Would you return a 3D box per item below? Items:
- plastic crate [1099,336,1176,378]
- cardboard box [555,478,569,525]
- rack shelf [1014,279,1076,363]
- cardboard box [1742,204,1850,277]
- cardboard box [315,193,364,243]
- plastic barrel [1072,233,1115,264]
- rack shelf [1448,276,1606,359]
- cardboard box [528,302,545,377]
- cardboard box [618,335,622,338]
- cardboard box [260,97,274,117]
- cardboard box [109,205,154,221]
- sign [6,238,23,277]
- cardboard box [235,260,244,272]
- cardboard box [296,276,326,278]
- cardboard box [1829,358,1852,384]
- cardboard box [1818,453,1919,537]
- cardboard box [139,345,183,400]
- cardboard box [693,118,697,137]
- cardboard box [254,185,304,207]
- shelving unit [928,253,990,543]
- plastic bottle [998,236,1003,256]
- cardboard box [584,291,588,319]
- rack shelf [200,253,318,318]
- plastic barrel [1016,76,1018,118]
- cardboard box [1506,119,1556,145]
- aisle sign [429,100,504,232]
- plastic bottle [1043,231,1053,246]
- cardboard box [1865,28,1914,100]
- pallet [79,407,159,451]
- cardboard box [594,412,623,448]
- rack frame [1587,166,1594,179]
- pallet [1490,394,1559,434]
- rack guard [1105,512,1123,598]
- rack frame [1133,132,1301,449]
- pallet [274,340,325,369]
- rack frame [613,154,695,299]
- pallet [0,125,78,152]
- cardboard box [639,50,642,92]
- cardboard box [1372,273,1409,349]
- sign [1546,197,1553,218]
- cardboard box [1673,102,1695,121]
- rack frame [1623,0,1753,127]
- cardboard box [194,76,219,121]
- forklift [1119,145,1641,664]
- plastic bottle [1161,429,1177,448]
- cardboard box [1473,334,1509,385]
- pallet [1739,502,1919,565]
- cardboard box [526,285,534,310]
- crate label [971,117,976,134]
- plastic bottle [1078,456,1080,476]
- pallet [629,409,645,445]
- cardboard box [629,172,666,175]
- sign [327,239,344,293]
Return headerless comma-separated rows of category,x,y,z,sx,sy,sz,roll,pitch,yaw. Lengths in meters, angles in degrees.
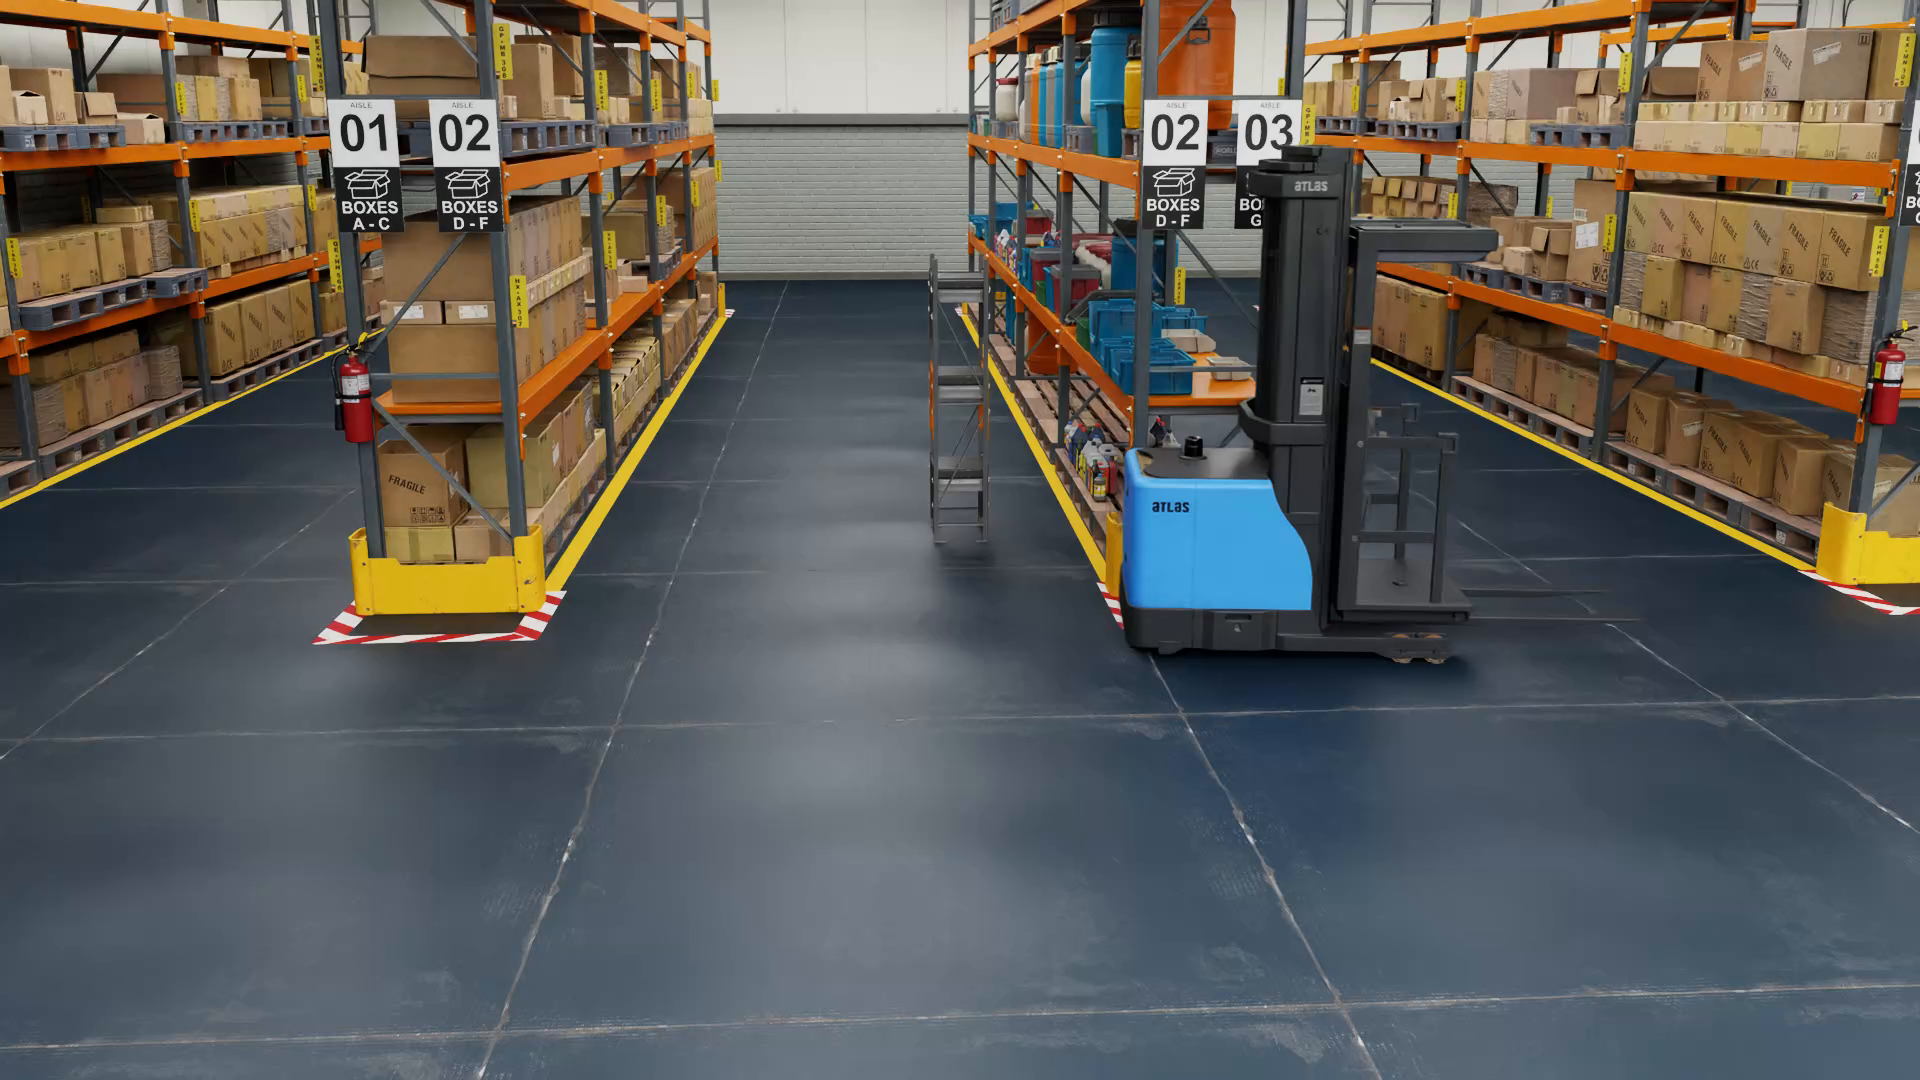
plastic crate,1.266,-1.312,11.905,0.499,0.251,0.408,-1,14,-3
cardboard box,-3.190,-0.284,12.287,0.500,0.250,0.500,-1,14,-3
rack shelf,1.259,-2.246,16.682,1.077,0.370,4.000,-1,14,-3
cardboard box,6.228,-2.237,12.399,0.500,0.500,0.500,-1,14,-3
cardboard box,-9.113,-4.577,23.694,0.980,0.700,0.700,-2,15,-6
plastic barrel,1.466,-3.047,18.078,0.600,0.536,0.708,-1,14,-3
rack shelf,6.202,-2.323,16.979,1.077,0.370,4.000,-1,14,-3
cardboard box,-3.392,-1.446,11.926,0.700,0.500,0.500,-1,14,-3
cardboard box,-4.102,-2.248,19.378,0.500,0.500,0.500,0,14,-1
cardboard box,-9.278,-5.733,22.025,0.500,0.250,0.500,-1,14,-3
cardboard box,-8.702,-3.430,17.451,0.380,0.149,0.250,-3,15,-11
sign,-7.964,-2.374,13.996,0.100,0.325,0.005,-1,14,-3
cardboard box,-8.650,-3.232,19.534,0.380,0.149,0.250,-1,14,-3
cardboard box,-9.201,-3.649,23.560,0.380,0.149,0.250,-1,14,-3
cardboard box,6.335,-1.187,11.626,0.380,0.149,0.250,-1,14,-3
cardboard box,6.552,-0.328,11.953,0.500,0.500,0.500,2,15,7
cardboard box,-8.657,-1.764,17.495,0.700,0.500,0.500,-1,14,-3
cardboard box,-3.867,-5.641,22.711,0.500,0.250,0.500,-1,14,-3
cardboard box,-8.717,-4.387,21.215,0.500,0.250,0.500,-1,14,-2
shelving unit,-0.010,-1.058,12.425,0.431,2.100,0.503,-1,14,-3
plastic bottle,0.538,-3.784,21.470,0.097,0.271,0.097,0,14,0
cardboard box,-3.636,-2.071,14.857,0.500,0.250,0.500,0,14,0
rack shelf,-8.877,-3.088,19.954,1.077,0.370,4.000,-1,14,-3
plastic barrel,0.875,-5.253,19.787,0.433,0.535,0.433,0,14,0
cardboard box,5.926,-4.173,17.005,0.500,0.250,0.500,-1,14,-2
aisle sign,-3.004,-2.275,10.130,0.394,0.787,0.004,-1,14,-3
plastic bottle,1.138,-3.791,21.341,0.144,0.351,0.185,-1,14,-3
cardboard box,6.751,-3.440,12.055,0.500,0.500,0.500,-1,14,-4
pallet,-8.634,-1.092,16.346,1.003,0.211,1.213,-1,14,-3
cardboard box,-3.339,-0.998,15.060,0.500,0.250,0.500,-1,14,-5
rack frame,10.539,-5.210,26.755,1.000,3.000,0.127,-1,14,-3
pallet,6.198,-1.321,17.238,1.003,0.211,1.213,-1,14,-3
rack guard,1.579,0.090,11.174,1.175,0.500,0.348,-1,14,-3
rack frame,1.630,-1.103,10.792,1.000,3.000,0.127,-1,14,-3
pallet,-8.878,-2.393,21.403,1.003,0.211,1.213,-1,14,-3
rack frame,-4.057,-4.012,22.098,1.000,3.000,0.127,-1,14,-3
pallet,-8.437,-3.461,14.317,1.213,0.211,1.003,-1,14,-3
cardboard box,-3.893,-5.364,19.129,0.500,0.500,0.500,-1,14,-3
cardboard box,5.946,-2.957,21.420,1.225,0.875,0.875,-1,14,-5
sign,6.619,-3.702,18.730,0.100,0.325,0.005,-1,14,-3
cardboard box,6.119,-3.528,13.701,0.380,0.149,0.250,-1,14,-3
rack frame,6.326,-5.079,14.208,1.000,3.000,0.127,-1,14,-3
cardboard box,-8.947,-5.042,19.000,0.700,0.500,0.500,0,14,-1
forklift,2.520,-0.833,9.881,3.031,2.935,1.130,1,14,2
plastic bottle,1.742,-0.744,13.831,0.144,0.351,0.185,-1,14,-4
cardboard box,6.140,-2.005,18.433,0.700,0.500,0.500,-2,15,-6
pallet,6.554,-0.050,12.298,1.003,0.211,1.213,-1,14,-3
cardboard box,-3.170,-1.681,11.538,0.380,0.149,0.250,-1,14,-4
crate label,0.374,-6.228,24.991,0.408,0.251,0.502,-1,14,-3
plastic bottle,1.024,-0.630,13.690,0.097,0.201,0.097,0,14,0
pallet,-3.725,-1.158,16.604,1.003,0.211,1.213,-1,14,-3
cardboard box,-4.412,-4.919,23.416,0.500,0.500,0.500,-1,14,-3
sign,-3.856,-1.698,10.306,0.100,0.325,0.005,-1,14,-3
